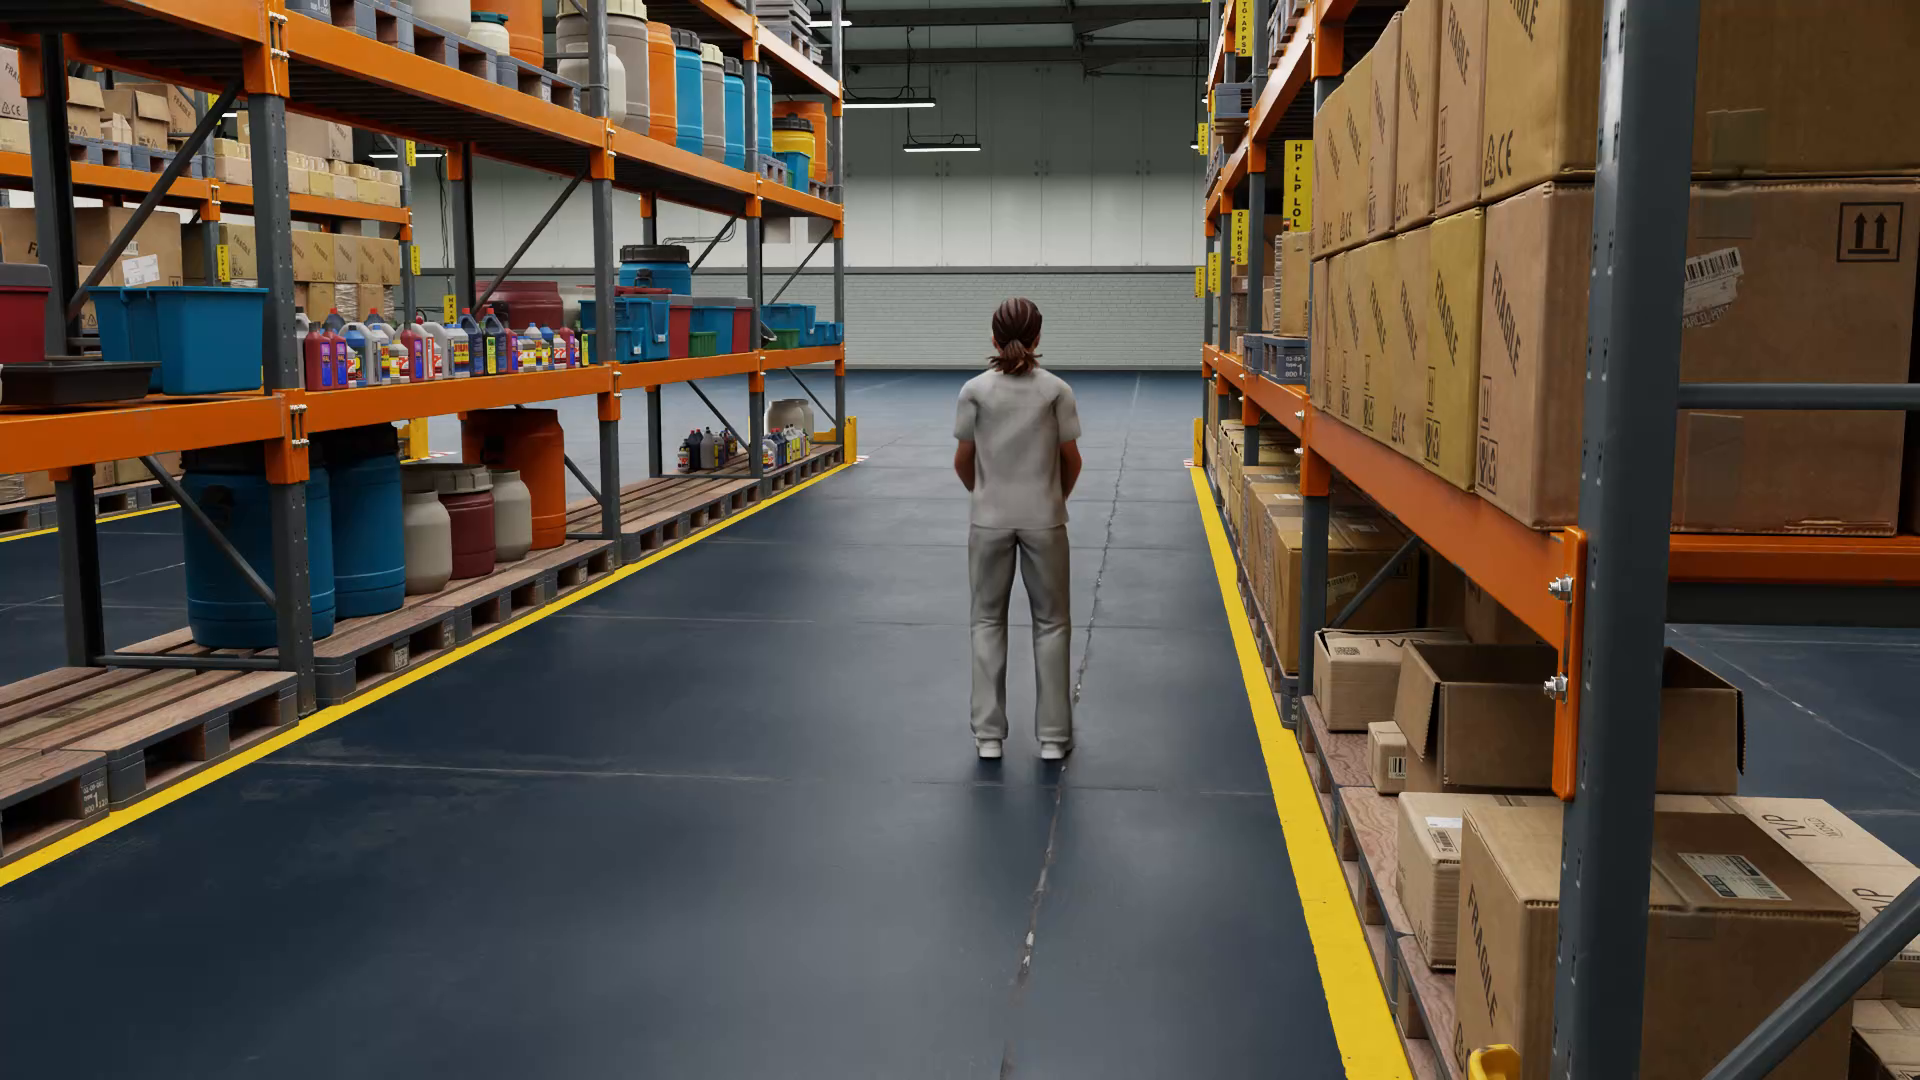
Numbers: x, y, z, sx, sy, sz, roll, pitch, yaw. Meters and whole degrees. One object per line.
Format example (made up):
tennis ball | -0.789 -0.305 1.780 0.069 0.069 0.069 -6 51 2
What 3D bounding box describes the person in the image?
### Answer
person | 0.202 -0.039 6.090 0.509 1.673 0.356 1 8 4
